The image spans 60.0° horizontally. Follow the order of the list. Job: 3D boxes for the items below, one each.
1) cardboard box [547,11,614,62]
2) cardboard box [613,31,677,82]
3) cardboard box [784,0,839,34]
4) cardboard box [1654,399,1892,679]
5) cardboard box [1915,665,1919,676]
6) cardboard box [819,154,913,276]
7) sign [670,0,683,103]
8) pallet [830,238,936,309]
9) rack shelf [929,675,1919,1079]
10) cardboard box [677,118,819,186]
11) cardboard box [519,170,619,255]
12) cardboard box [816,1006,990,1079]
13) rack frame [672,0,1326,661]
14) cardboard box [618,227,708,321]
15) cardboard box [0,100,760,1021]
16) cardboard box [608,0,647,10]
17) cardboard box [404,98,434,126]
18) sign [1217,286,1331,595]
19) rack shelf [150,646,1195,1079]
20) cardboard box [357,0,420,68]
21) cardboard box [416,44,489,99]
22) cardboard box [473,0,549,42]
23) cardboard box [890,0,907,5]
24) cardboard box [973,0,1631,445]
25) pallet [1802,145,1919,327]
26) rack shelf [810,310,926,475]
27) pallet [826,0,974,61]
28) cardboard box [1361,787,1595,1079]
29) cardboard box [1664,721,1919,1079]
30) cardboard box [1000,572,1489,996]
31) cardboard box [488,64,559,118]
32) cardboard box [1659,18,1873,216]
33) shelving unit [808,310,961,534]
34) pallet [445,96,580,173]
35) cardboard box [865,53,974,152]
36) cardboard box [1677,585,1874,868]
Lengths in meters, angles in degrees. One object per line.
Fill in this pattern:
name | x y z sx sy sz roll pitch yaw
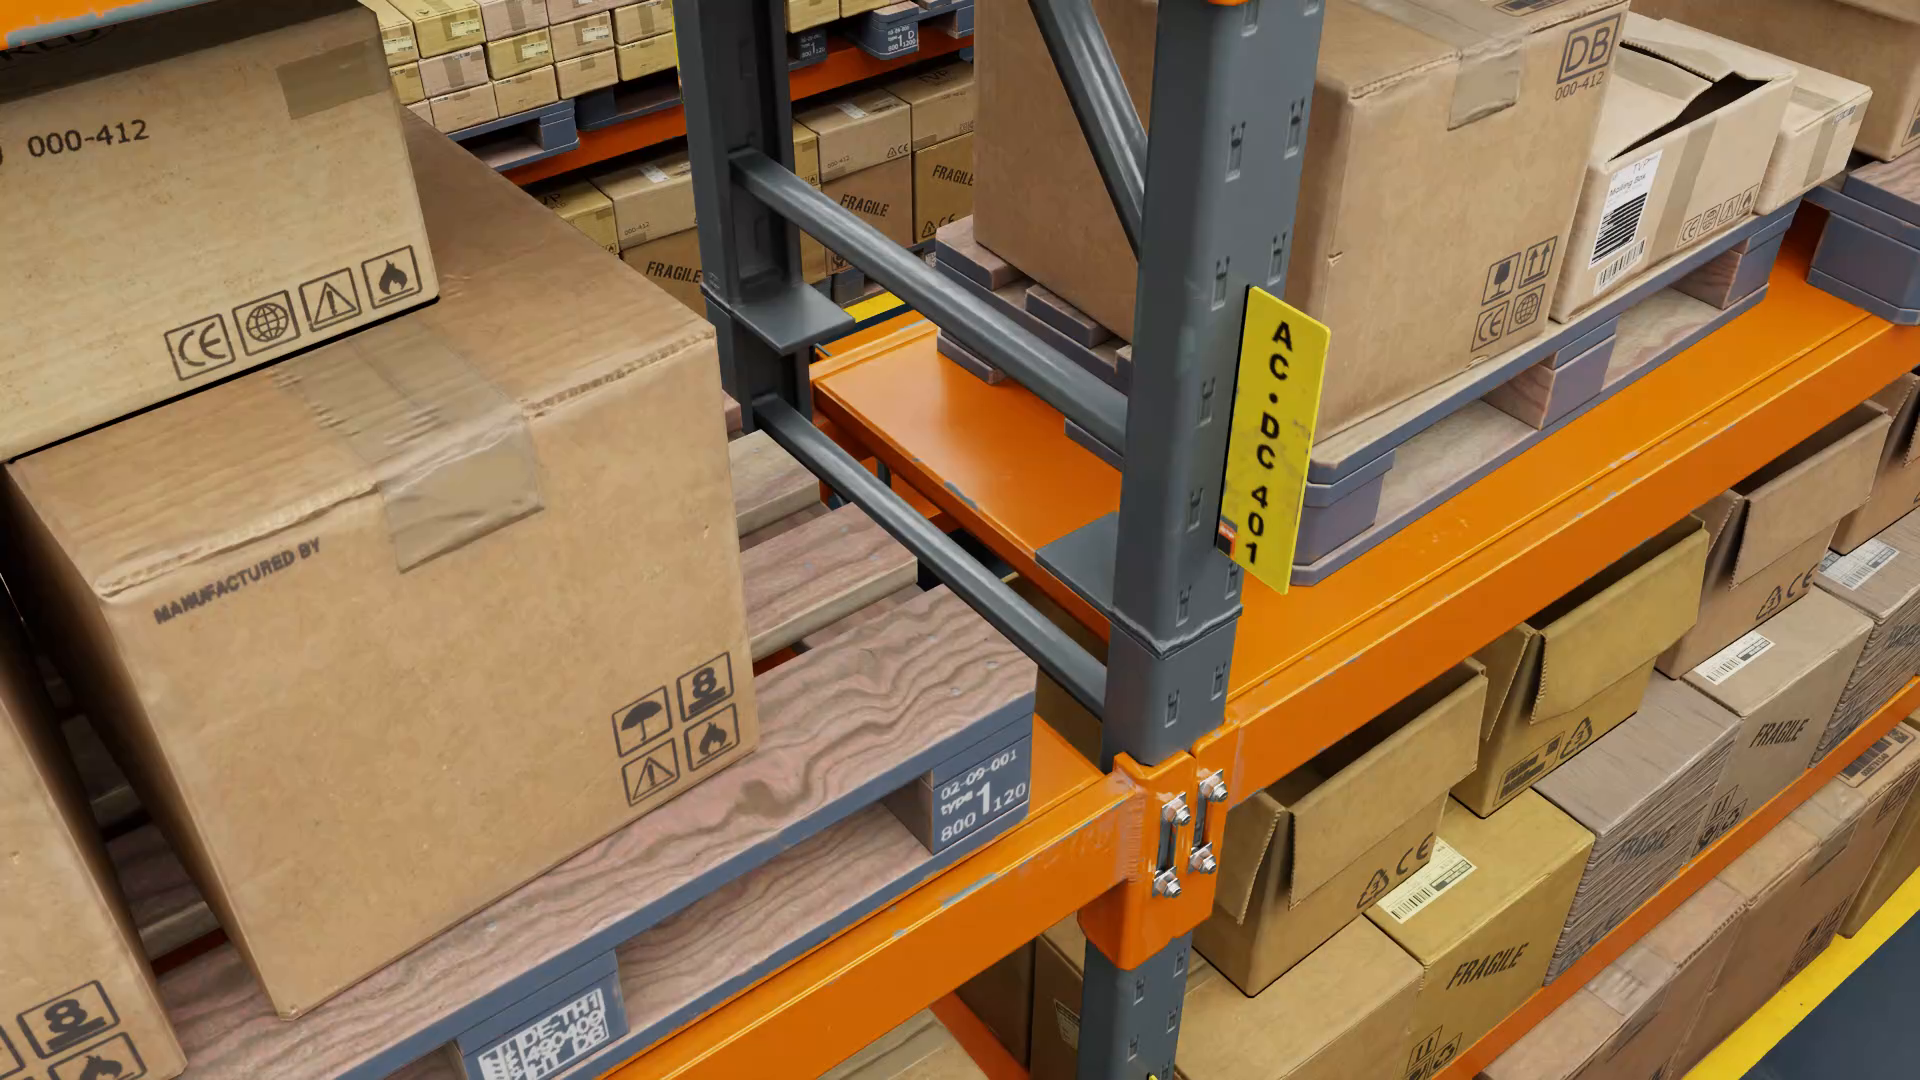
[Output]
cardboard box | -1.553 -2.022 6.483 0.250 0.149 0.380 -24 45 -26
cardboard box | -1.348 -2.008 6.699 0.250 0.149 0.380 -27 46 -29
cardboard box | -0.726 -2.309 7.067 0.250 0.149 0.380 -28 47 -30
cardboard box | 1.506 -0.166 3.717 0.637 0.503 0.797 -24 45 -27
cardboard box | 2.502 -0.060 4.379 0.500 0.500 0.500 -26 46 -28
cardboard box | -0.577 -1.671 8.062 0.500 0.500 0.500 -24 45 -26
sign | -0.368 -0.731 2.255 0.005 0.325 0.100 -26 46 -28
pallet | -0.421 -1.681 8.632 1.213 0.211 1.003 -26 46 -28
rack shelf | 1.556 0.525 4.313 4.000 0.370 1.077 -26 46 -28
cardboard box | -0.990 -1.760 7.579 0.500 0.250 0.500 -25 45 -27
cardboard box | -1.805 -1.360 7.091 0.500 0.250 0.500 -25 45 -27
cardboard box | -0.232 0.985 2.477 0.500 0.500 0.500 -25 45 -27
rack frame | -0.030 -1.300 1.240 0.127 3.000 1.000 -26 46 -28
cardboard box | -1.399 -1.277 7.581 0.500 0.500 0.500 -25 46 -27
cardboard box | -0.614 -0.047 1.589 0.500 0.500 0.700 -29 47 -30
cardboard box | -1.355 -2.230 6.502 0.250 0.149 0.380 -24 45 -27
cardboard box | -2.163 -1.610 6.215 0.250 0.149 0.380 -25 46 -27
sign | 0.309 -0.092 1.662 0.005 0.325 0.100 -26 46 -28
rack shelf | -1.616 0.911 1.477 4.000 0.370 1.077 -26 46 -28
cardboard box | -2.162 -1.841 6.027 0.250 0.149 0.380 -25 45 -27
cardboard box | -1.971 -1.816 6.231 0.250 0.149 0.380 -25 45 -27
cardboard box | -1.758 -2.034 6.262 0.250 0.149 0.380 -27 46 -29
cardboard box | -0.313 -2.509 7.310 0.250 0.149 0.380 -25 46 -27
cardboard box | 0.424 -0.571 2.305 0.500 0.500 0.700 -25 45 -27
pallet | 1.778 -0.904 3.271 1.213 0.211 1.003 -24 45 -26
rack shelf | -0.005 -0.659 6.204 1.000 0.278 0.538 -26 46 -28
pallet | -0.301 -2.657 7.775 1.003 0.211 1.213 -26 46 -28
cardboard box | 0.885 0.734 3.412 0.500 0.500 0.500 -26 46 -28
cardboard box | 1.870 0.729 4.840 0.875 0.875 1.225 -26 46 -28
cardboard box | 0.471 0.342 3.098 0.637 0.503 0.797 -27 47 -29
cardboard box | -1.763 -1.801 6.448 0.250 0.149 0.380 -26 46 -28
cardboard box | 1.242 -0.706 2.747 0.250 0.149 0.380 -28 47 -30
shelving unit | -0.005 -0.432 6.390 1.048 1.125 0.538 -26 46 -28
pallet | -2.278 -1.662 6.562 1.213 0.211 1.003 -26 46 -28
cardboard box | -0.183 -2.150 8.054 0.500 0.250 0.500 -27 47 -29
cardboard box | 1.689 0.338 3.894 0.500 0.500 0.500 -25 46 -27
